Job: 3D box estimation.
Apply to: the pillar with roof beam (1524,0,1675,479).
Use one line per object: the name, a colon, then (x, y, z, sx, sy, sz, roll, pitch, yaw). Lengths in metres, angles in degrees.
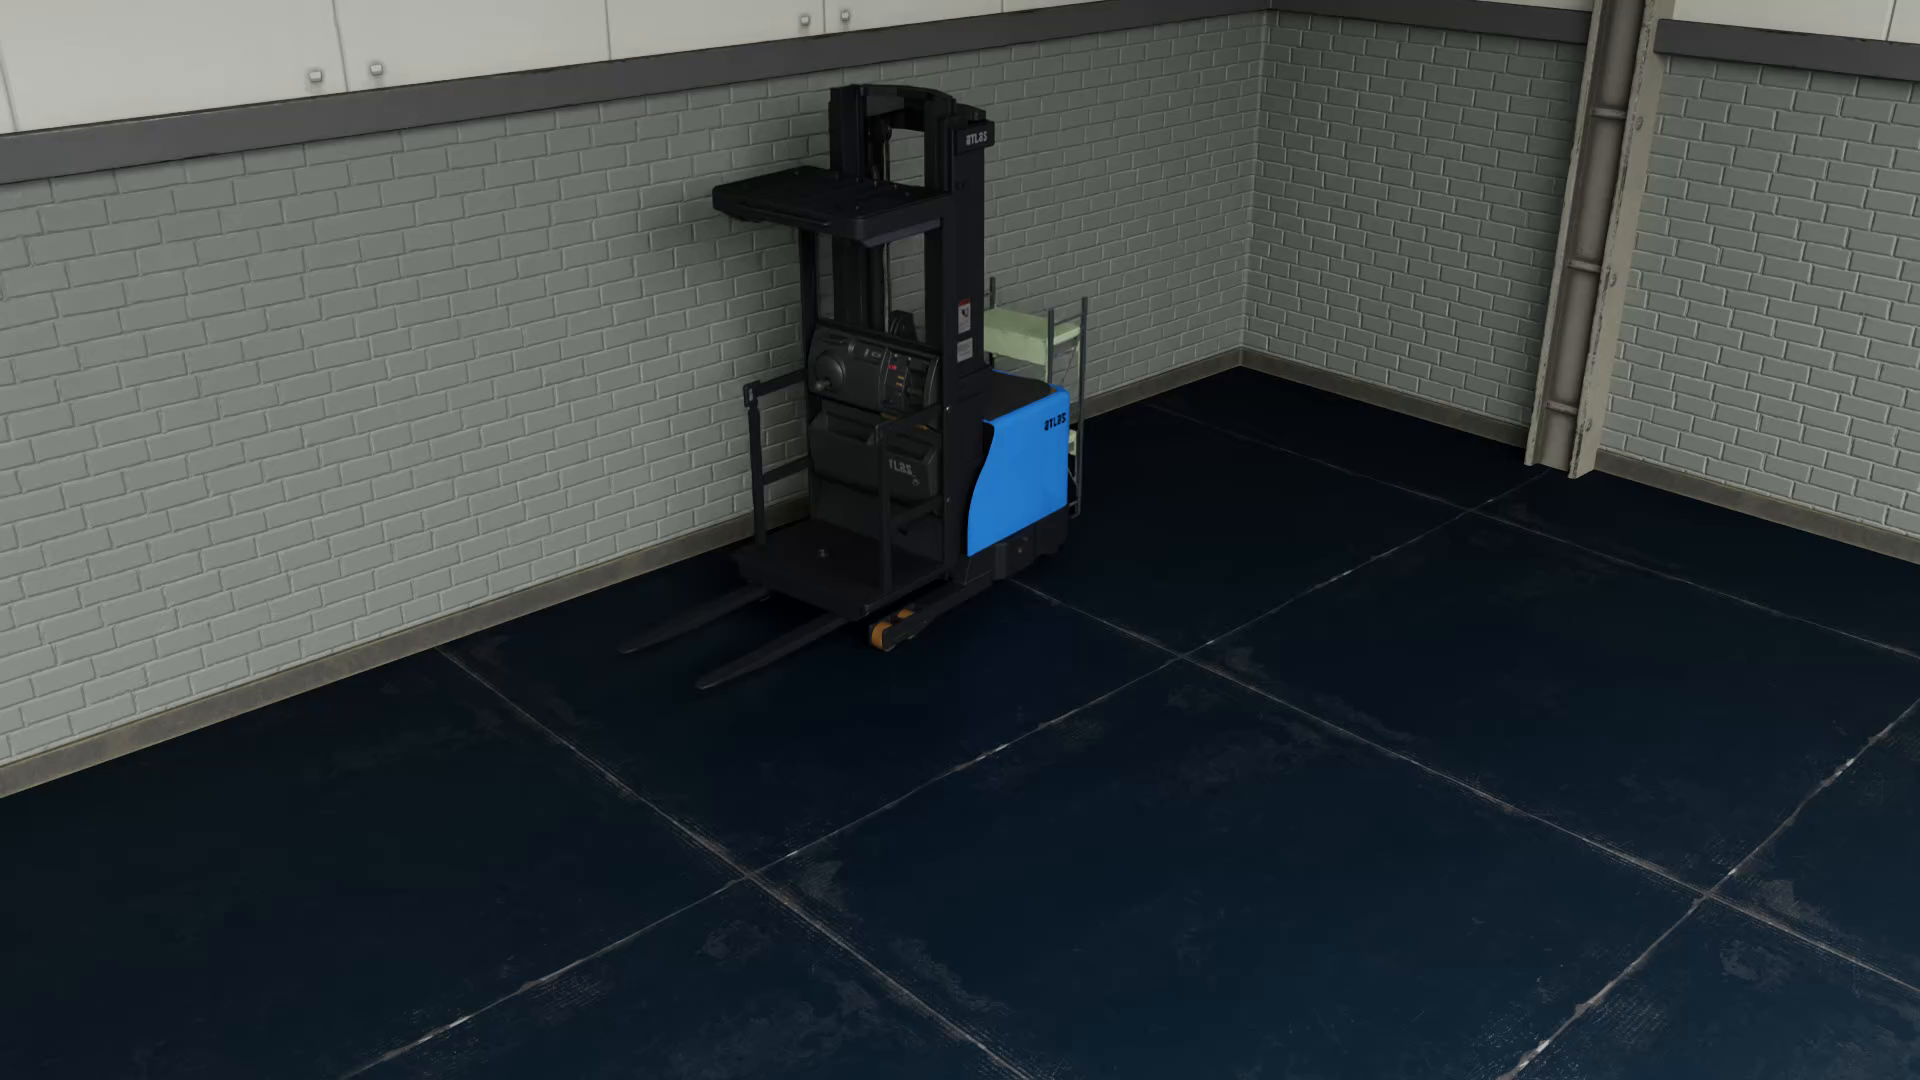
pillar with roof beam: (1.153, -3.405, 7.372, 9.100, 9.000, 0.400, -21, 32, -38)

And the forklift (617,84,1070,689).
forklift: (-0.629, -0.941, 9.281, 1.130, 2.935, 3.031, 19, 30, 35)

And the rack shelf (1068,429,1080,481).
rack shelf: (0.387, -0.590, 11.021, 0.720, 0.370, 0.431, 18, 30, 34)

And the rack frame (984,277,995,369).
rack frame: (0.100, -0.981, 11.092, 0.023, 1.500, 0.400, 18, 30, 34)

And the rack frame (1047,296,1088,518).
rack frame: (0.674, -0.792, 10.679, 0.023, 1.500, 0.400, 18, 30, 34)

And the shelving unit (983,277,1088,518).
shelving unit: (0.387, -0.886, 10.886, 0.755, 1.500, 0.431, 18, 30, 34)

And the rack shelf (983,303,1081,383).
rack shelf: (0.387, -1.241, 10.724, 0.720, 0.370, 0.431, 18, 30, 34)
